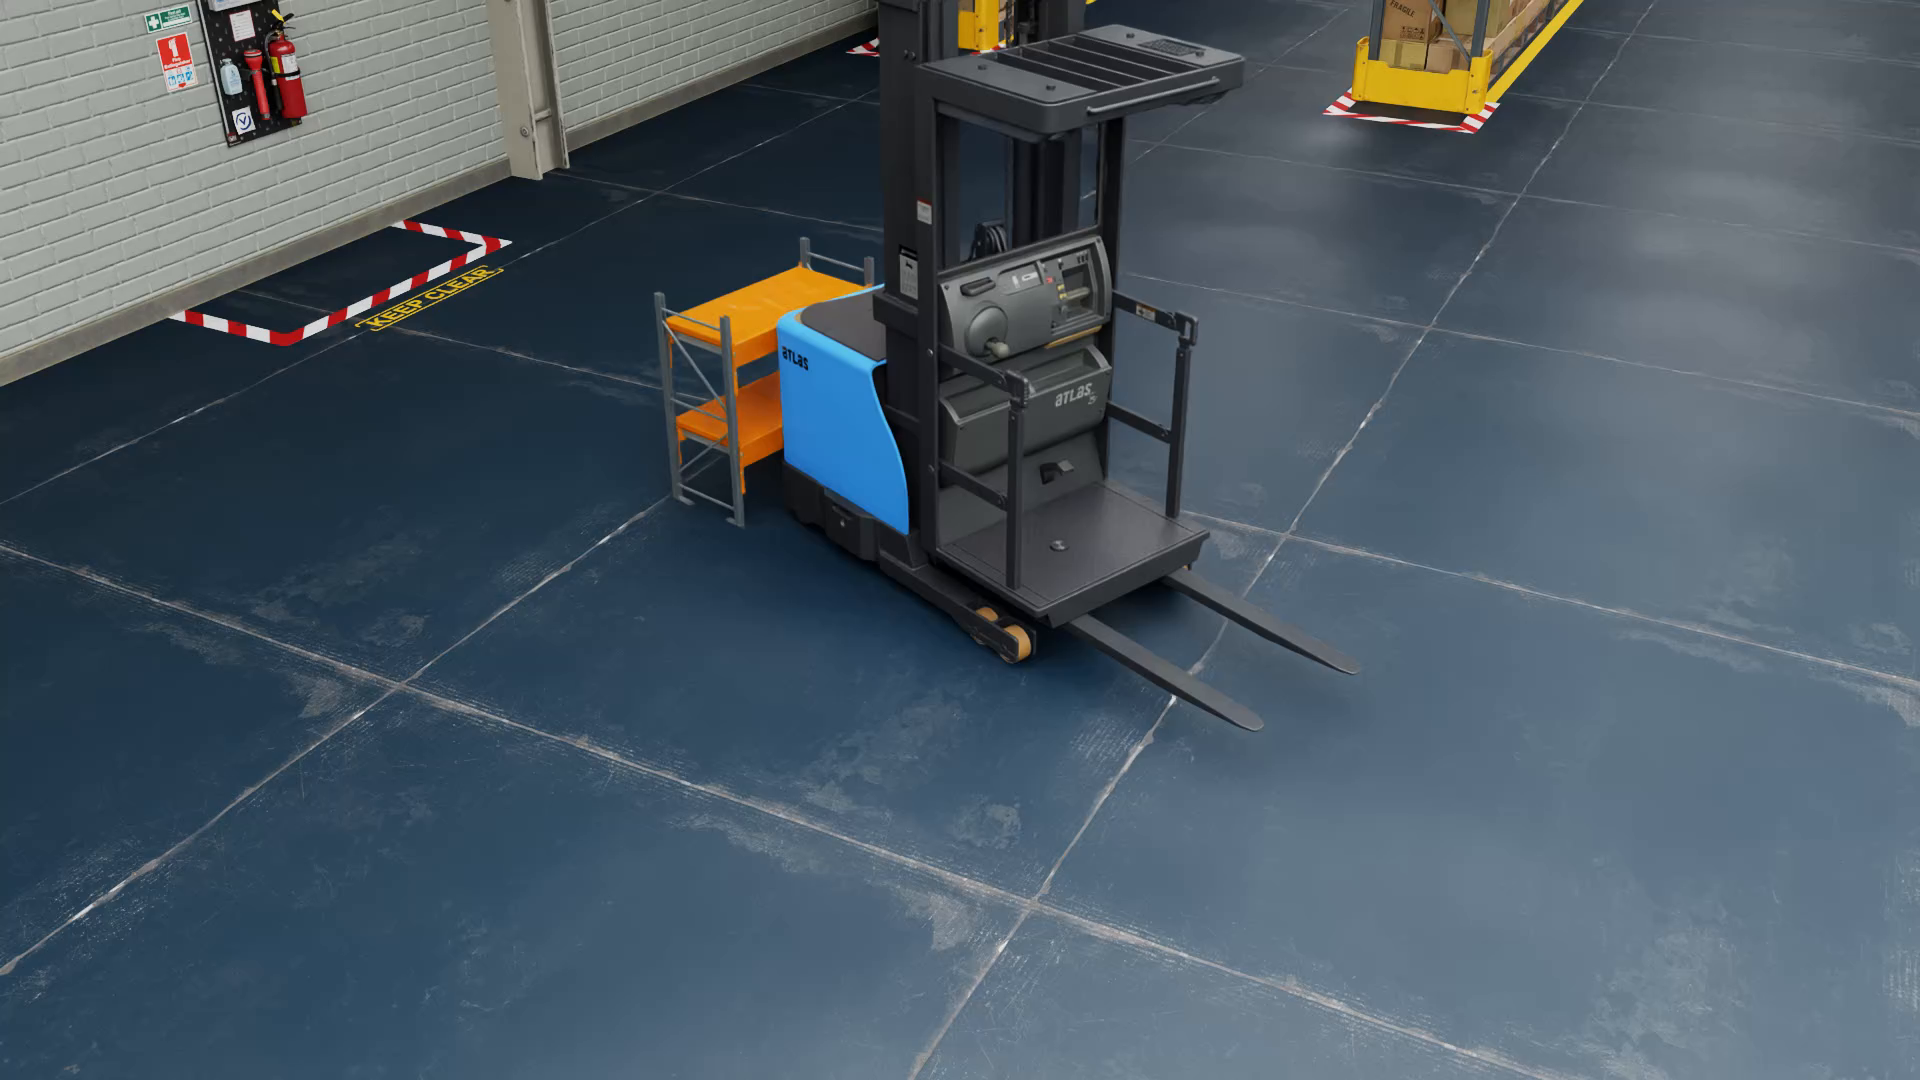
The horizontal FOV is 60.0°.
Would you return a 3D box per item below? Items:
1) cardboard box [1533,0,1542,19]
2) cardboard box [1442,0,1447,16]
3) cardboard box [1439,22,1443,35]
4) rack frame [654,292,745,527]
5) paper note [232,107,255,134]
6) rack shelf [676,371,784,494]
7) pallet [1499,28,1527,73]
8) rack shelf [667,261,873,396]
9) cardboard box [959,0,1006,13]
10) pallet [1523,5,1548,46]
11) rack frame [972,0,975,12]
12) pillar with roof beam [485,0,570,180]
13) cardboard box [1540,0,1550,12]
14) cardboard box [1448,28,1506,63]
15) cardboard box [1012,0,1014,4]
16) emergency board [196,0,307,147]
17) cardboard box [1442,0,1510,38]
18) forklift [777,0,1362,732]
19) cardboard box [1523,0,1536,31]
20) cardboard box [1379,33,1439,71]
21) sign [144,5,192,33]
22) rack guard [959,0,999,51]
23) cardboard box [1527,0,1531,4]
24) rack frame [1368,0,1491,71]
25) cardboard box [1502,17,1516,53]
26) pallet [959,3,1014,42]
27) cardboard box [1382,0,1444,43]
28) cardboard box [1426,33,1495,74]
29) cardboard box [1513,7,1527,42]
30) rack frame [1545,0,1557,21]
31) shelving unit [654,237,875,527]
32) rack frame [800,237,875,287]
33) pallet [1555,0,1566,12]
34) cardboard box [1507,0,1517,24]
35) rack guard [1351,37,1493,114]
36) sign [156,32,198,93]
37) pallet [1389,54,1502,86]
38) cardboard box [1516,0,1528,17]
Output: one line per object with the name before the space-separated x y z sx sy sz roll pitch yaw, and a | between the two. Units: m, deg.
cardboard box | 5.764 -5.606 17.340 0.500 0.250 0.500 14 33 23
cardboard box | 4.617 -5.385 16.201 0.500 0.500 0.500 14 33 23
cardboard box | 4.394 -4.837 16.000 0.500 0.250 0.500 14 33 23
rack frame | -1.285 -0.636 8.227 0.500 1.125 0.032 22 37 33
paper note | -4.702 -2.755 10.920 0.016 0.148 0.142 14 33 23
rack shelf | -0.964 -0.620 8.691 0.538 0.278 1.000 22 37 33
pallet | 5.063 -4.996 16.738 1.003 0.211 1.213 14 33 23
rack shelf | -0.964 -1.086 8.423 0.538 0.278 1.000 22 37 33
cardboard box | 0.179 -5.751 17.511 0.500 0.311 0.500 11 32 18
pallet | 5.618 -5.539 17.683 1.003 0.211 1.213 14 33 23
rack frame | -0.216 -6.440 16.452 1.000 3.000 0.127 14 33 23
pillar with roof beam | 0.432 -5.911 9.508 9.100 9.000 0.400 14 33 23
cardboard box | 6.001 -5.826 17.722 0.500 0.250 0.500 14 33 23
cardboard box | 4.862 -4.717 15.792 0.500 0.250 0.500 14 33 23
cardboard box | 0.439 -6.004 17.951 0.500 0.311 0.500 17 34 27
emergency board | -4.560 -3.200 10.810 0.194 1.169 0.643 14 33 23
cardboard box | 4.864 -5.042 15.604 0.500 0.500 0.500 14 33 23
forklift | 0.435 -1.014 7.072 1.130 2.935 3.031 -23 37 -34
cardboard box | 5.550 -5.381 16.948 0.500 0.250 0.500 14 33 23
cardboard box | 4.177 -4.612 15.609 0.500 0.250 0.500 14 33 23
sign | -4.894 -3.223 10.283 0.001 0.109 0.331 14 33 23
rack guard | -0.181 -5.390 17.133 1.175 0.500 0.348 14 33 23
cardboard box | 5.538 -5.709 16.766 0.500 0.500 0.500 14 33 23
rack frame | 4.195 -5.318 14.498 1.000 3.000 0.127 14 33 23
cardboard box | 5.090 -4.939 16.178 0.500 0.250 0.500 14 33 23
pallet | 0.220 -5.616 17.818 1.003 0.211 1.213 14 33 23
cardboard box | 4.175 -4.938 15.423 0.500 0.500 0.500 14 33 23
cardboard box | 4.638 -4.495 15.404 0.500 0.250 0.500 14 33 23
cardboard box | 5.323 -5.159 16.562 0.500 0.250 0.500 14 33 23
rack frame | 6.018 -7.091 17.586 1.000 3.000 0.127 14 33 23
shelving unit | -0.964 -0.832 8.569 0.538 1.125 1.048 22 37 33
rack frame | -0.643 -1.028 8.910 0.500 1.125 0.032 22 37 33
pallet | 6.319 -6.217 18.865 1.003 0.211 1.213 14 33 23
cardboard box | 5.080 -5.267 15.995 0.500 0.500 0.500 14 33 23
rack guard | 4.185 -4.223 15.102 1.175 0.500 0.348 14 33 23
sign | -4.904 -2.993 10.415 0.001 0.329 0.234 14 33 23
pallet | 4.507 -4.457 15.799 1.003 0.211 1.213 14 33 23
cardboard box | 5.323 -5.484 16.374 0.500 0.500 0.500 14 33 23
